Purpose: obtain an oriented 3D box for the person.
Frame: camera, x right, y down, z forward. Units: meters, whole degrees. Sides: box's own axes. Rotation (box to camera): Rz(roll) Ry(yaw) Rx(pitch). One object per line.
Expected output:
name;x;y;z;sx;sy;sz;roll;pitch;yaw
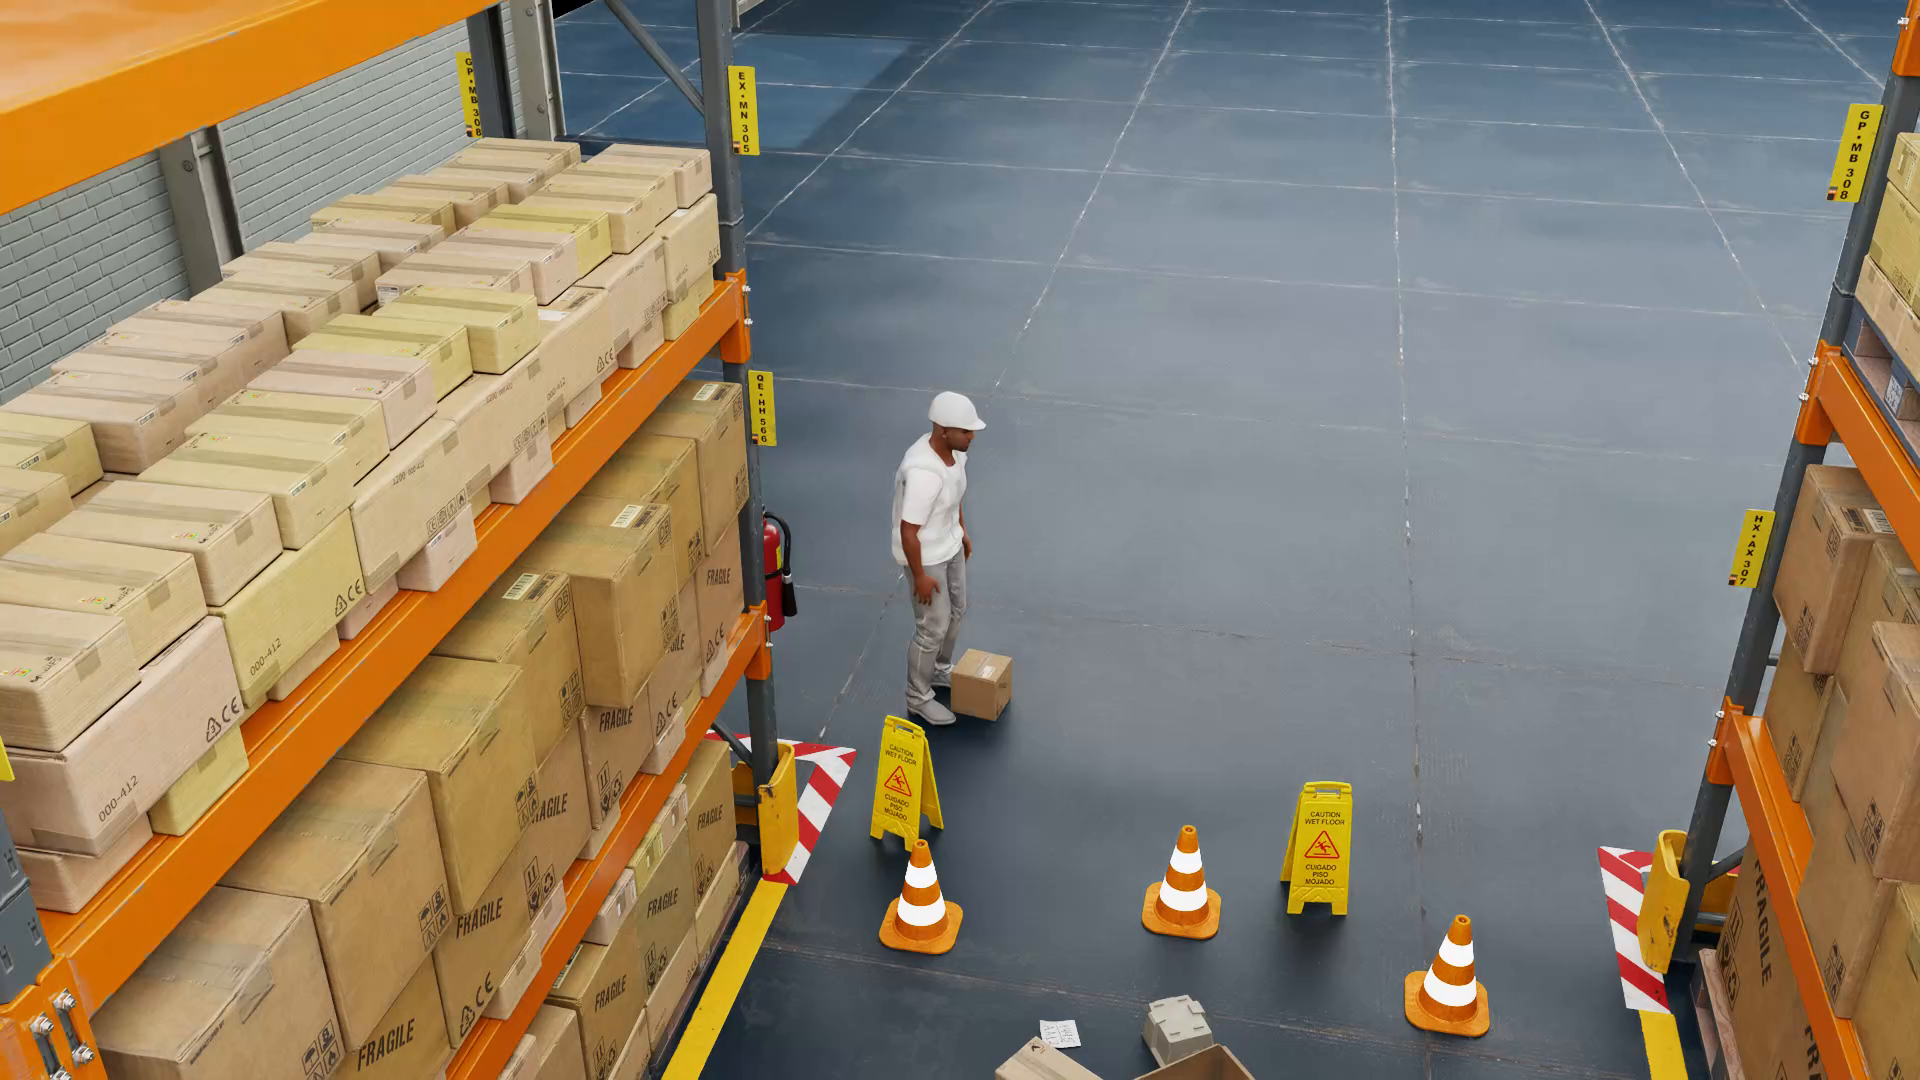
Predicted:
person;-0.105;0.064;8.484;0.457;1.761;0.629;11;30;19
